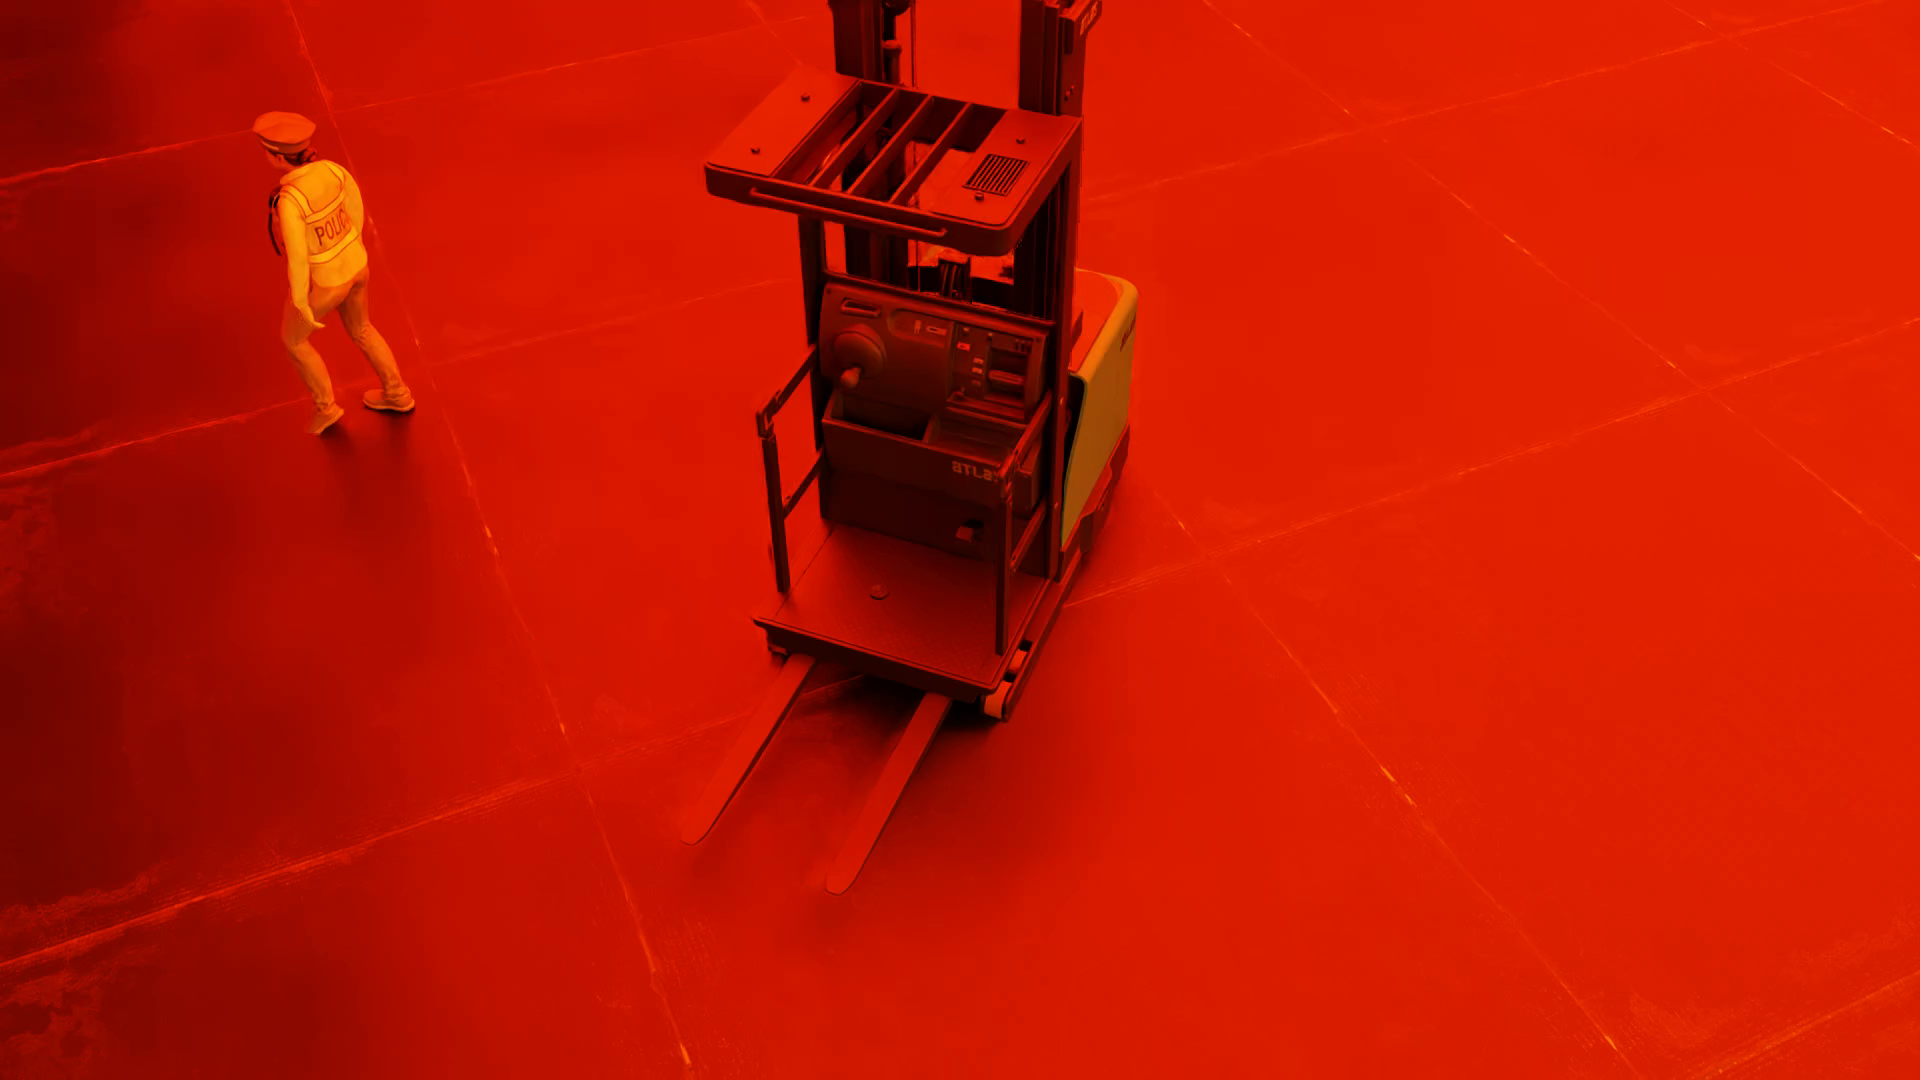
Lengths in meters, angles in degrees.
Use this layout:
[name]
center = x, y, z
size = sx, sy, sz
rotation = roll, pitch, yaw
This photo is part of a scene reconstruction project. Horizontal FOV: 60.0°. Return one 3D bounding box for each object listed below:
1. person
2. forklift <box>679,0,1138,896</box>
[person]
center = -3.056, -1.255, 8.011
size = 0.477, 1.716, 0.591
rotation = 14, 45, 14
[forklift]
center = -0.194, -0.647, 6.373
size = 1.130, 2.935, 3.031
rotation = 15, 45, 16
